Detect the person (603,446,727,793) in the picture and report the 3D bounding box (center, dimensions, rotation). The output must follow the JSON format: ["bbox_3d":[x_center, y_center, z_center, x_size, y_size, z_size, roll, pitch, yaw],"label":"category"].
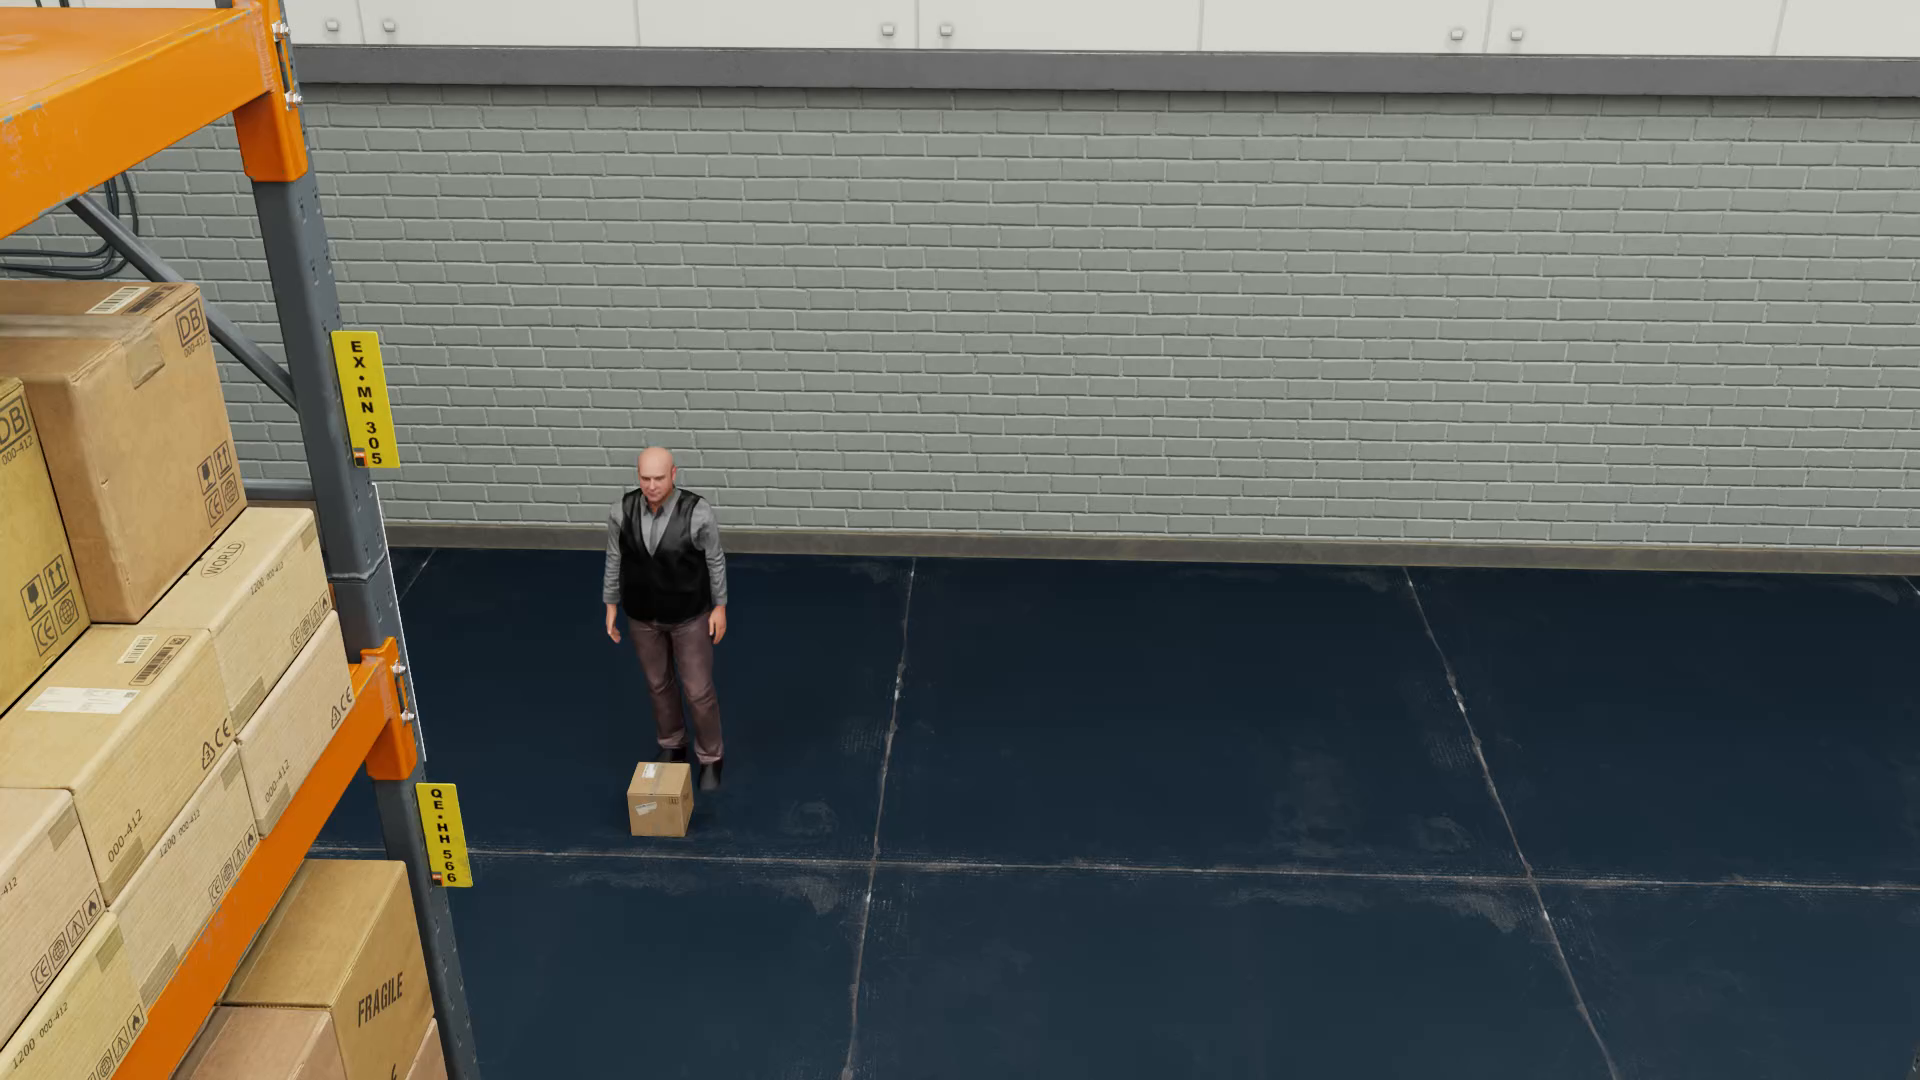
[{"bbox_3d":[-1.416,0.394,7.949,0.589,1.780,0.440,4,28,8],"label":"person"}]
